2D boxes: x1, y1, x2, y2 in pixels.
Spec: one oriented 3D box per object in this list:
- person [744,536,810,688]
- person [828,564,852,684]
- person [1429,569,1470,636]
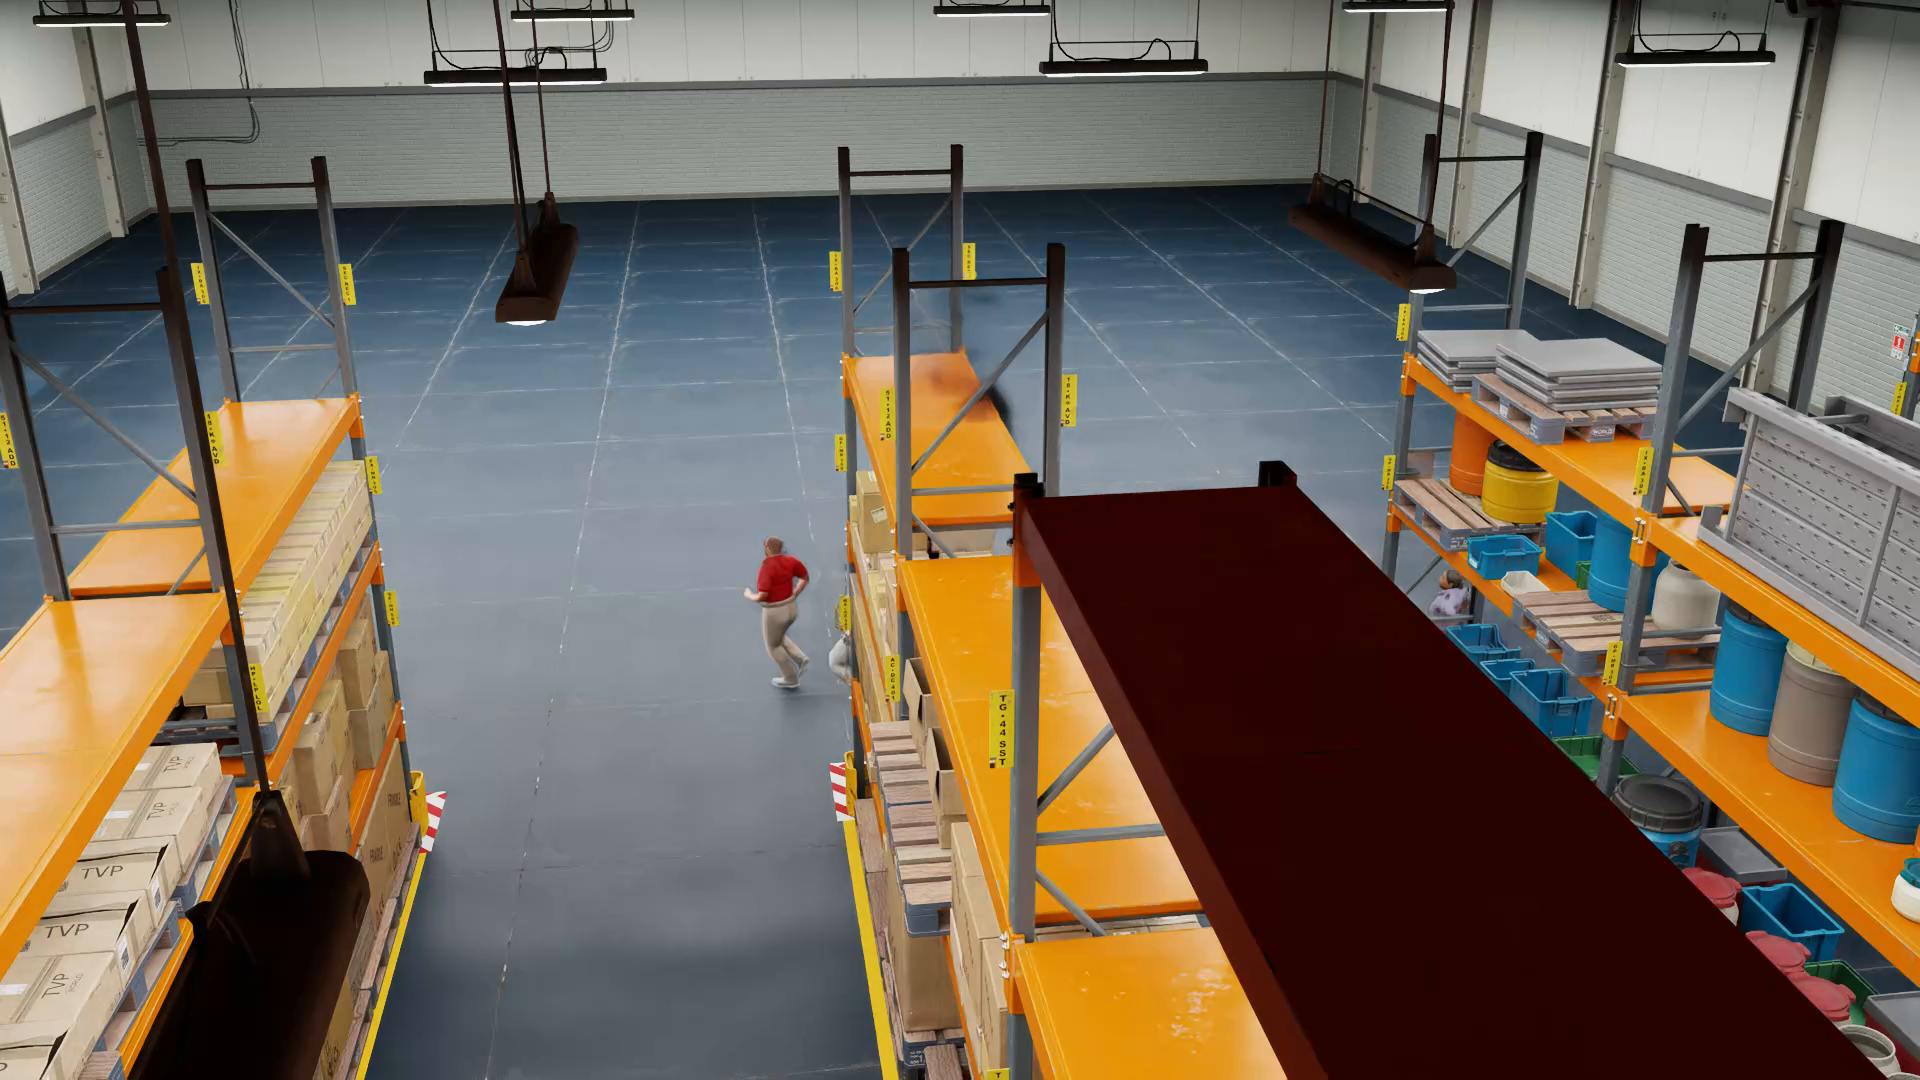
[{"bbox_3d":[-1.953,0.748,17.461,0.611,1.694,0.645,13,25,29],"label":"person"},{"bbox_3d":[-1.040,0.995,16.894,0.744,1.616,0.625,14,26,31],"label":"person"},{"bbox_3d":[4.948,1.007,16.958,0.717,1.587,0.659,14,26,31],"label":"person"}]
